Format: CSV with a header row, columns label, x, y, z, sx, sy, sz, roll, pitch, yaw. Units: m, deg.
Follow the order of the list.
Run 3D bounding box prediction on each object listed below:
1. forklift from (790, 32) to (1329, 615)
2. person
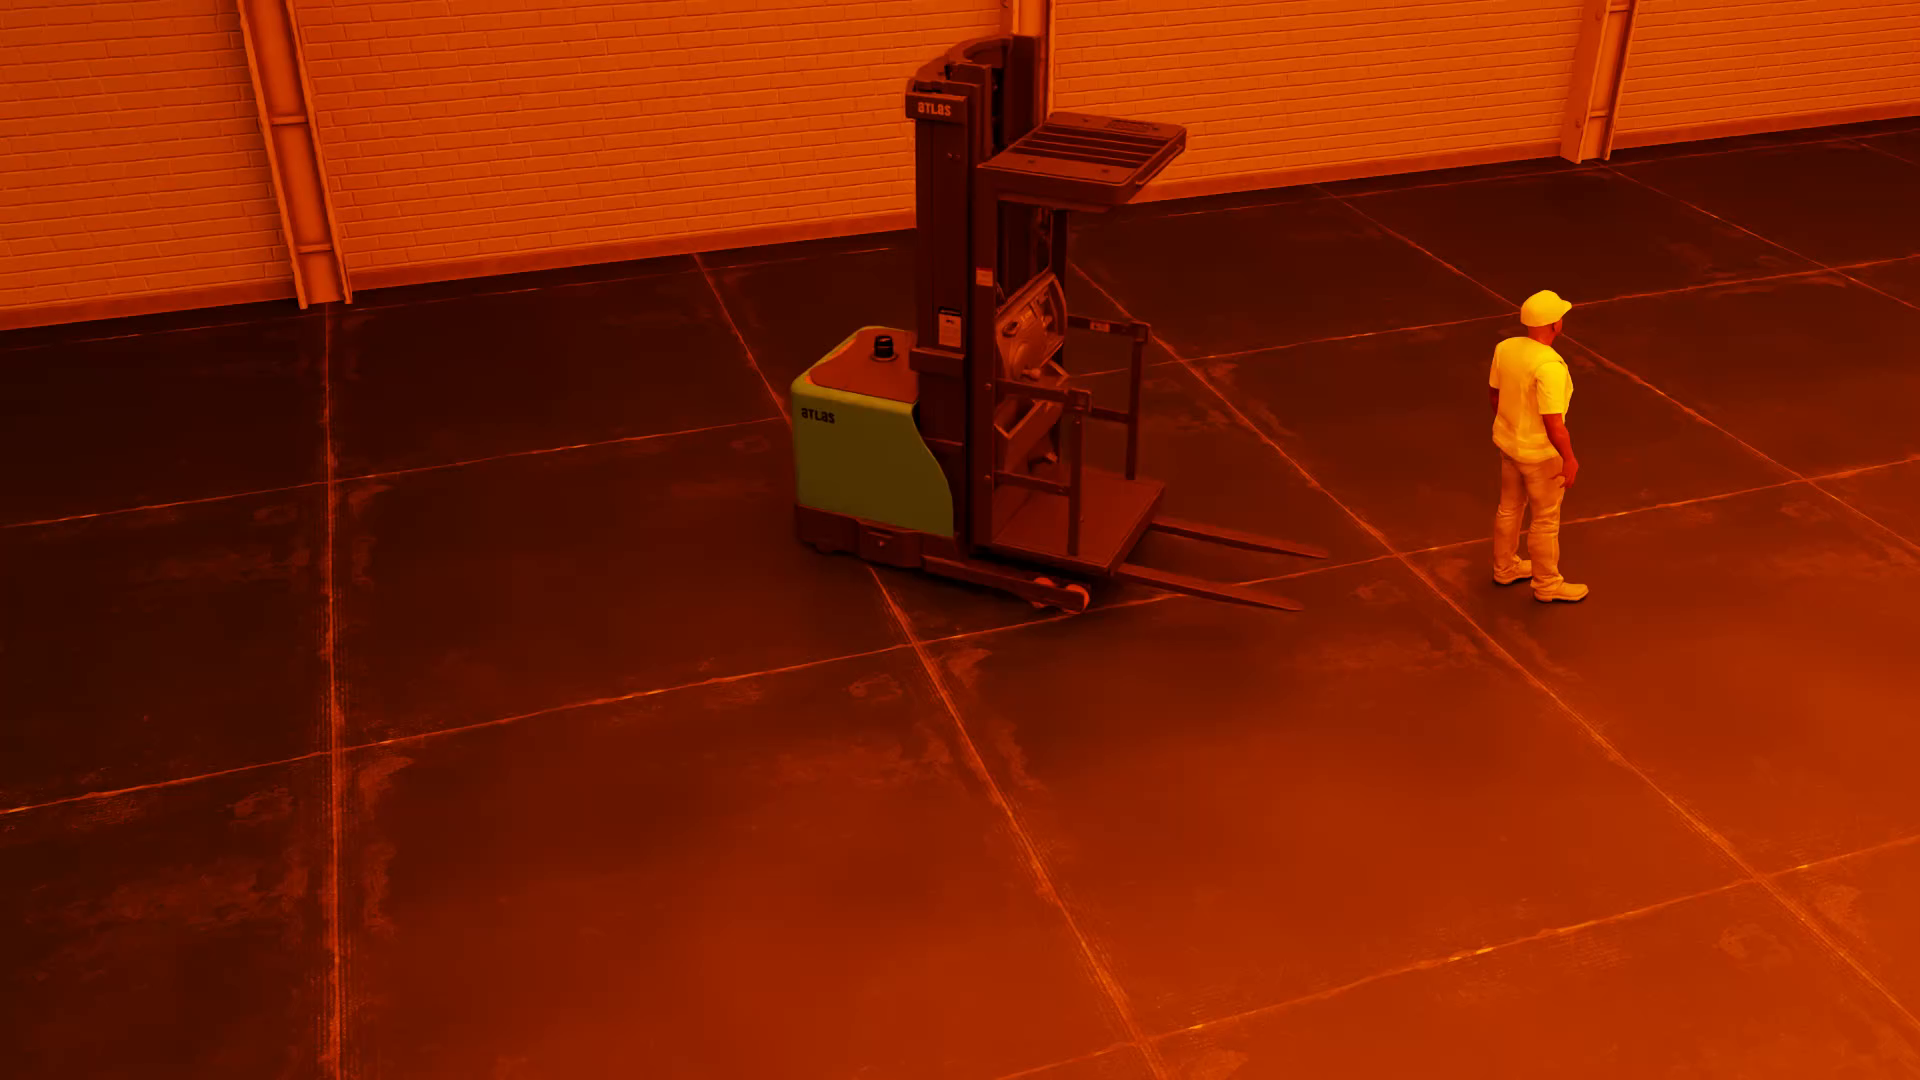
label,x,y,z,sx,sy,sz,roll,pitch,yaw
forklift,0.579,-1.154,9.093,3.031,2.935,1.130,12,32,20
person,3.212,-0.537,9.173,0.578,1.765,0.666,-9,31,-15
